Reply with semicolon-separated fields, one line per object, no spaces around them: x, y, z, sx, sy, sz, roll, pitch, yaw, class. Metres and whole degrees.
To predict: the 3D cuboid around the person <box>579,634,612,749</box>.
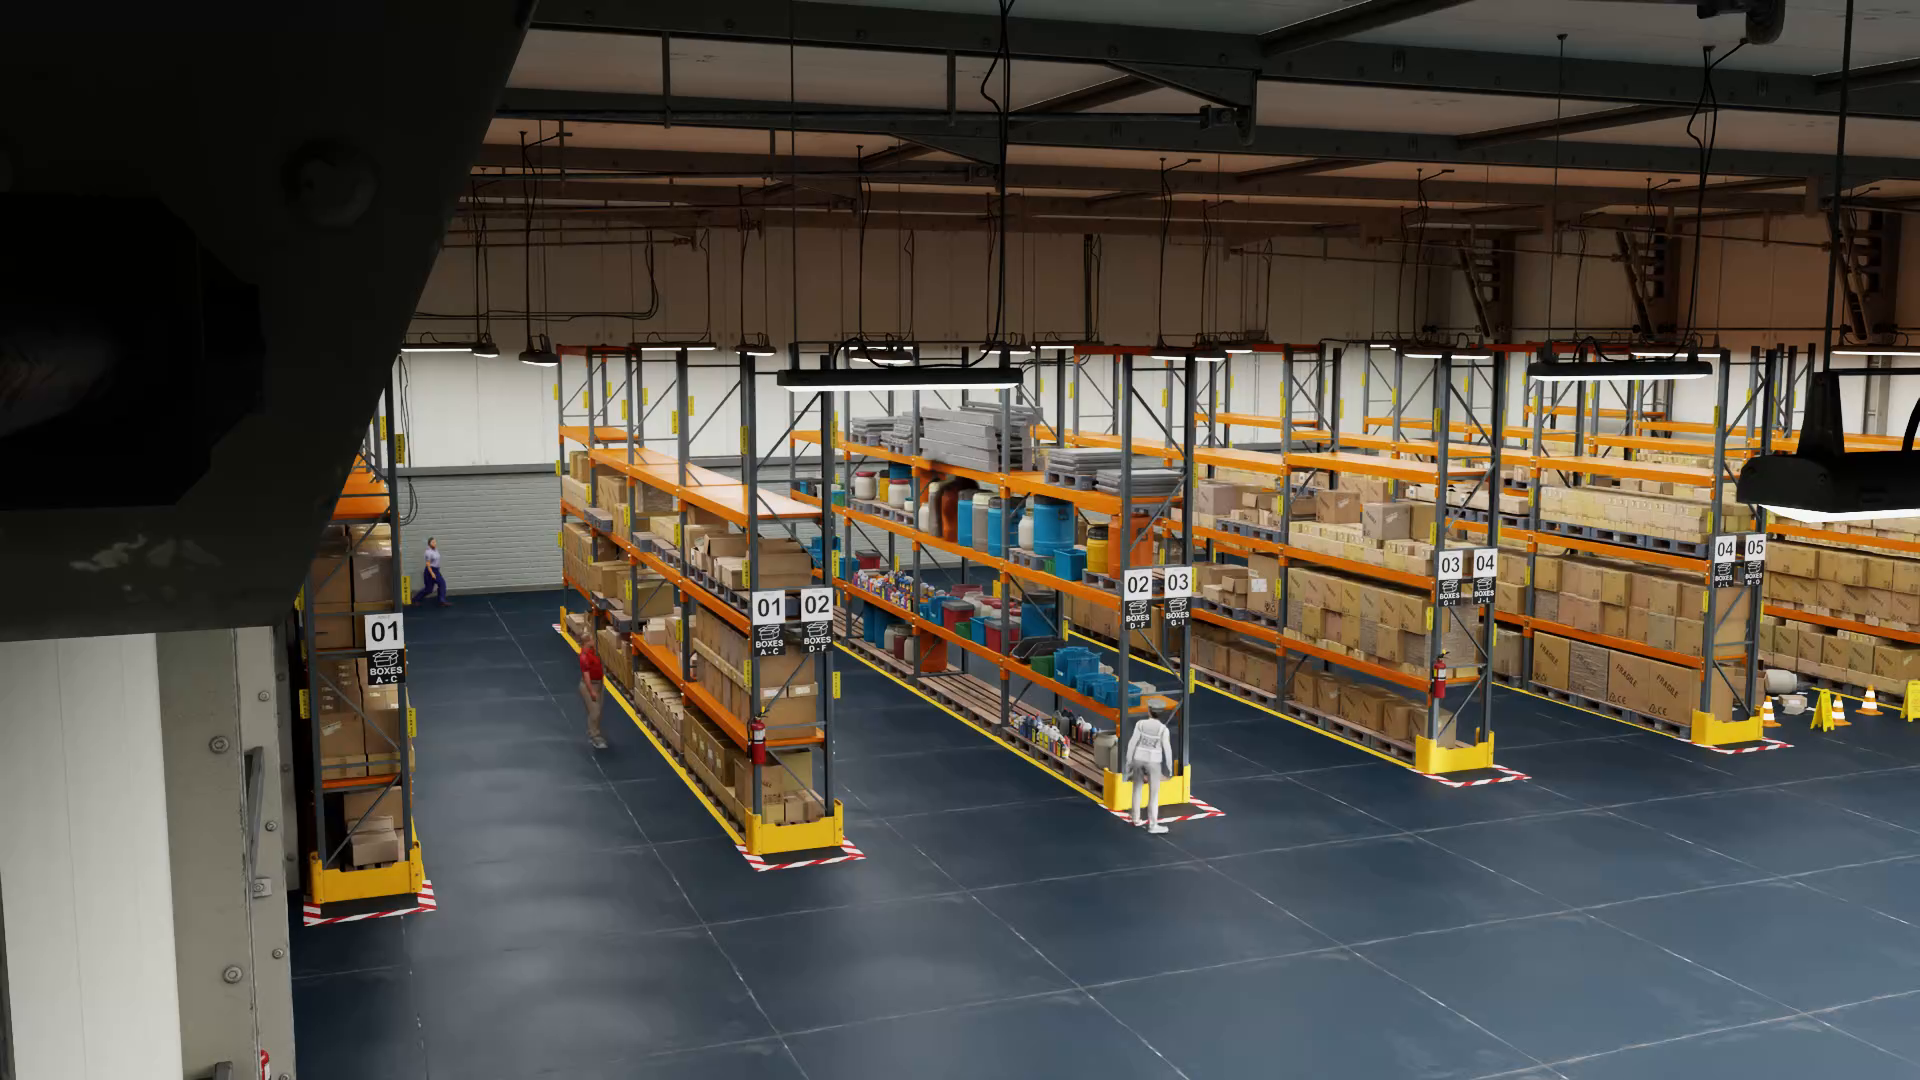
-5.506;2.296;25.347;0.599;1.758;0.571;2;8;16;person

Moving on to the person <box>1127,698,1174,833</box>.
2.399;2.844;21.060;0.594;1.696;0.554;5;9;36;person

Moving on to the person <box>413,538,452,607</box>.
-12.008;0.736;37.785;0.821;1.590;0.566;-1;7;-9;person

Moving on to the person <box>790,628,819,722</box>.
-2.560;2.156;26.274;0.559;1.671;0.660;2;7;12;person
